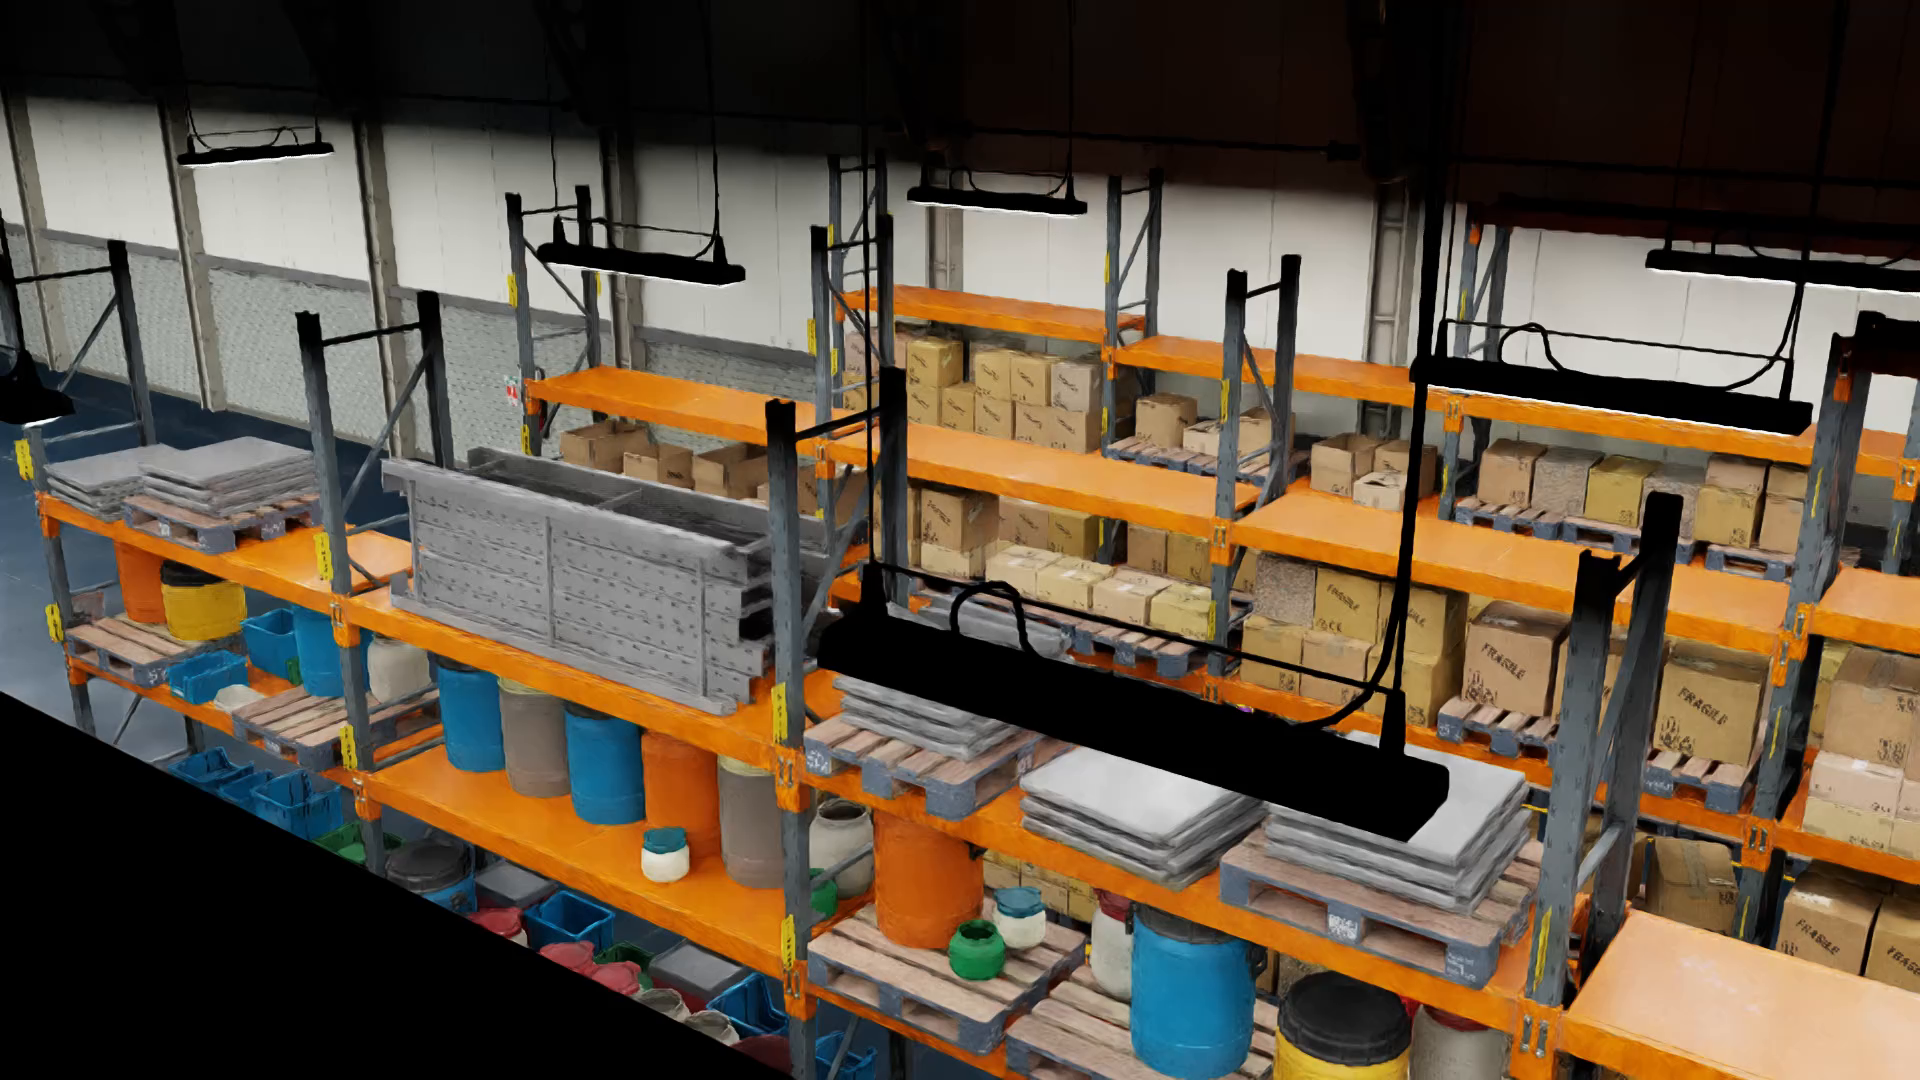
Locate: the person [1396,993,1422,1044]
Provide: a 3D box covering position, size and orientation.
[{"bbox_3d":[3.139,3.617,11.683,0.529,1.675,0.682,12,22,32],"label":"person"}]

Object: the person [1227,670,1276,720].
[{"bbox_3d":[2.840,2.084,16.218,0.578,1.714,0.719,12,22,32],"label":"person"}]
